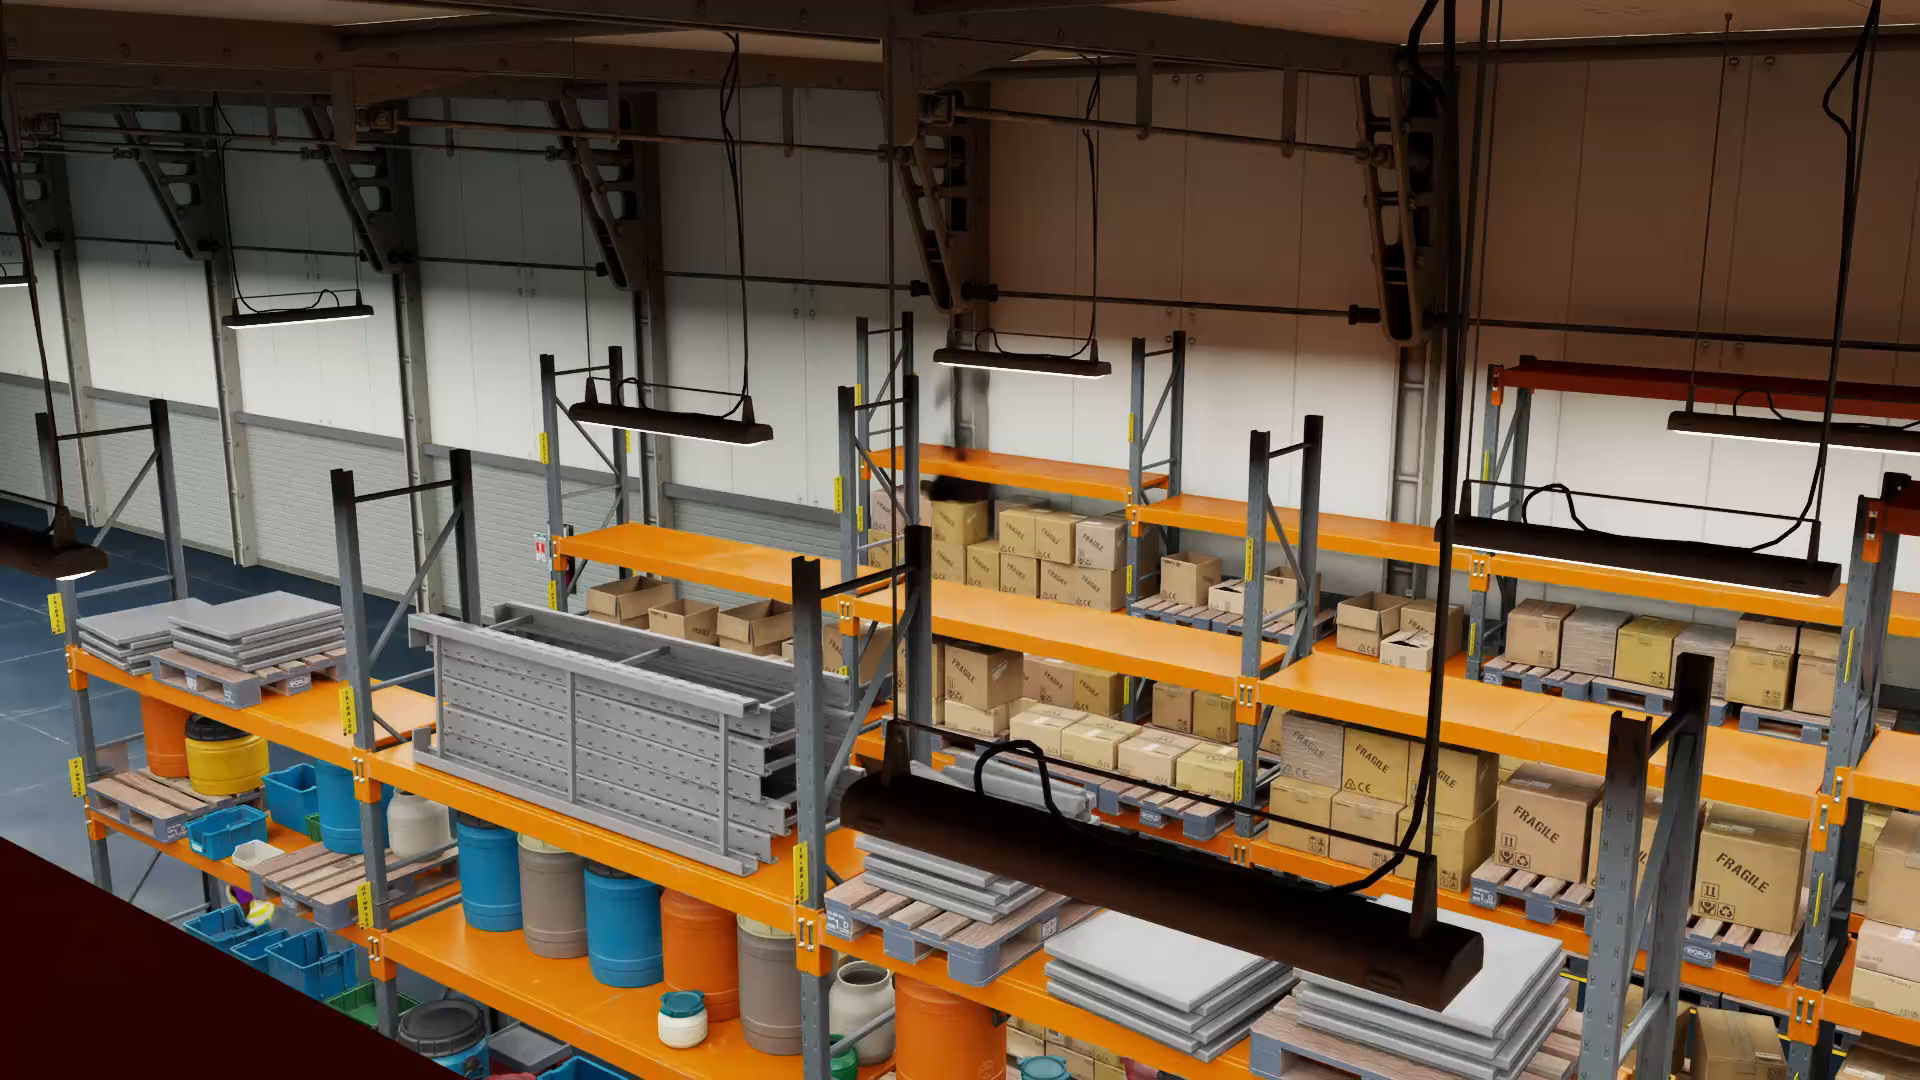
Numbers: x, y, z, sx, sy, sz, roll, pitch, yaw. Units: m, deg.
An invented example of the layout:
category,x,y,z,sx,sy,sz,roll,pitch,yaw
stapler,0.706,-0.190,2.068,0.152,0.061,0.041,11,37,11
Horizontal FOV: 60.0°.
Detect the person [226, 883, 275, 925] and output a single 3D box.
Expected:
category,x,y,z,sx,sy,sz,roll,pitch,yaw
person,-6.759,3.617,15.955,0.558,1.712,0.713,-1,13,-5
